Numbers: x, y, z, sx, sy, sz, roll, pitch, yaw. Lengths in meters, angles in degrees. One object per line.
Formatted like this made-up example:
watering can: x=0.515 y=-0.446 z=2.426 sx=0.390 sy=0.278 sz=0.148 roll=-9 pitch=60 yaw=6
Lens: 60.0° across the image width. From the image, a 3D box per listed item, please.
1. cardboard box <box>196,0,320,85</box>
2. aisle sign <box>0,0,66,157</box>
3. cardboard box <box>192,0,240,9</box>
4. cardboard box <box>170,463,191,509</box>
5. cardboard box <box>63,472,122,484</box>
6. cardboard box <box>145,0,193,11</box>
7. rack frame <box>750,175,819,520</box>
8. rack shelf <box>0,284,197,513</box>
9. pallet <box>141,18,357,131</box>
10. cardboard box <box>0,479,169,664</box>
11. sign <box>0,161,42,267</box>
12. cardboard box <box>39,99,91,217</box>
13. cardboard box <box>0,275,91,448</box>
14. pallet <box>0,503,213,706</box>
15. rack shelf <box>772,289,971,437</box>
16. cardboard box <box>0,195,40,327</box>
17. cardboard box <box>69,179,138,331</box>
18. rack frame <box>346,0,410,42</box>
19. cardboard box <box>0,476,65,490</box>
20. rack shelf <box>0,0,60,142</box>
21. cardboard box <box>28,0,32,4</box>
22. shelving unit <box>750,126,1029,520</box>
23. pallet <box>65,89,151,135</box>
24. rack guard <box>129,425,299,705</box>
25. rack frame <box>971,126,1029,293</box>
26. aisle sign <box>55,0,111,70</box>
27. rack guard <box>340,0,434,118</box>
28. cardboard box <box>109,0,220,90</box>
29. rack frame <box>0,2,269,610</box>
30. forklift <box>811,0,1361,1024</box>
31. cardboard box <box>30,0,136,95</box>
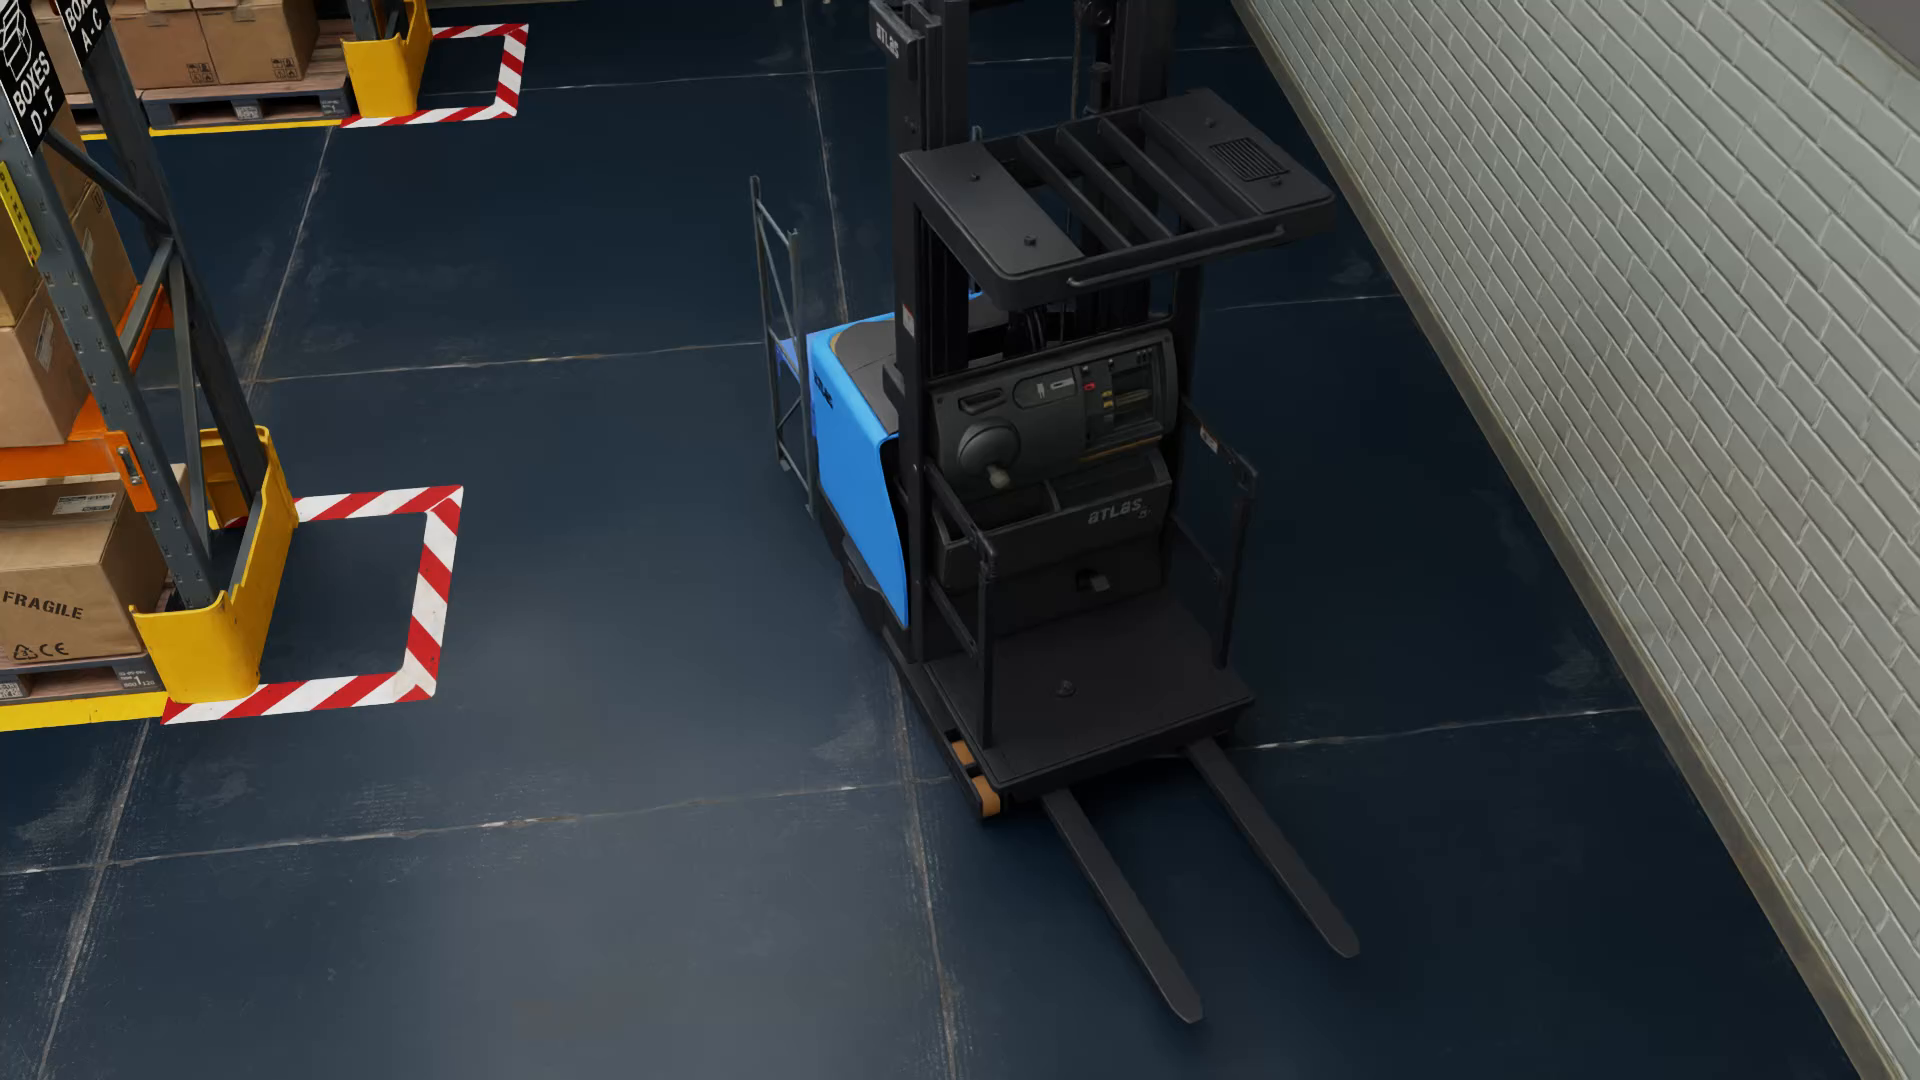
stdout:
cardboard box: x=-4.363 y=-3.243 z=10.374 sx=0.500 sy=0.500 sz=0.700 roll=-5 pitch=42 yaw=-6
aisle sign: x=-2.928 y=-1.621 z=5.082 sx=0.004 sy=0.787 sz=0.394 roll=-5 pitch=42 yaw=-6
cardboard box: x=-4.466 y=-3.352 z=10.010 sx=0.250 sy=0.149 sz=0.380 roll=-5 pitch=42 yaw=-6
cardboard box: x=-3.495 y=-0.150 z=7.192 sx=0.250 sy=0.149 sz=0.380 roll=-5 pitch=42 yaw=-6
cardboard box: x=-3.743 y=-0.135 z=7.162 sx=0.250 sy=0.166 sz=0.380 roll=-5 pitch=42 yaw=-6
cardboard box: x=-4.720 y=-3.329 z=9.985 sx=0.250 sy=0.149 sz=0.380 roll=-4 pitch=42 yaw=-4
rack frame: x=-0.756 y=-0.802 z=7.235 sx=0.032 sy=1.500 sz=0.500 roll=-17 pitch=45 yaw=-18
rack shelf: x=-5.019 y=-0.412 z=6.220 sx=4.000 sy=0.370 sz=1.077 roll=-5 pitch=42 yaw=-6
pallet: x=-4.464 y=-2.986 z=10.618 sx=1.213 sy=0.211 sz=1.003 roll=-5 pitch=42 yaw=-6
cardboard box: x=-3.543 y=0.123 z=6.628 sx=0.500 sy=0.500 sz=0.500 roll=-5 pitch=42 yaw=-6
sign: x=-2.983 y=-1.030 z=5.267 sx=0.005 sy=0.325 sz=0.100 roll=-5 pitch=42 yaw=-6
cardboard box: x=-3.510 y=-1.398 z=5.954 sx=0.500 sy=0.500 sz=0.500 roll=-4 pitch=42 yaw=-4
cardboard box: x=-3.444 y=-0.671 z=5.894 sx=0.500 sy=0.500 sz=0.500 roll=-4 pitch=42 yaw=-4
pallet: x=-3.901 y=0.259 z=7.021 sx=1.213 sy=0.211 sz=1.003 roll=-5 pitch=42 yaw=-6
rack shelf: x=-0.294 y=-0.811 z=7.513 sx=1.000 sy=0.185 sz=0.538 roll=-17 pitch=45 yaw=-18
cardboard box: x=-3.441 y=-1.040 z=5.558 sx=0.500 sy=0.500 sz=0.500 roll=-5 pitch=42 yaw=-6
cardboard box: x=-3.510 y=-1.027 z=6.289 sx=0.500 sy=0.500 sz=0.500 roll=-4 pitch=42 yaw=-5
rack frame: x=-3.681 y=-4.143 z=9.818 sx=0.127 sy=3.000 sz=1.000 roll=-5 pitch=42 yaw=-6
cardboard box: x=-4.107 y=-0.093 z=7.053 sx=0.500 sy=0.250 sz=0.500 roll=-5 pitch=42 yaw=-6
rack shelf: x=-5.019 y=-1.526 z=5.215 sx=4.000 sy=0.370 sz=1.077 roll=-5 pitch=42 yaw=-6
cardboard box: x=-5.885 y=-3.104 z=10.220 sx=0.500 sy=0.500 sz=0.700 roll=-4 pitch=42 yaw=-5
shelving unit: x=-0.294 y=-0.944 z=7.392 sx=1.048 sy=1.500 sz=0.538 roll=-17 pitch=45 yaw=-18
pallet: x=-5.671 y=-2.882 z=10.503 sx=1.213 sy=0.211 sz=1.003 roll=-5 pitch=42 yaw=-6
rack guard: x=-3.111 y=0.082 z=7.001 sx=0.348 sy=0.500 sz=1.175 roll=-5 pitch=42 yaw=-6
rack frame: x=0.169 y=-1.086 z=7.549 sx=0.032 sy=1.500 sz=0.500 roll=-17 pitch=45 yaw=-18
aisle sign: x=-3.006 y=-2.019 z=5.523 sx=0.004 sy=0.787 sz=0.394 roll=-5 pitch=42 yaw=-6
rack guard: x=-3.658 y=-3.217 z=10.658 sx=0.348 sy=0.500 sz=1.175 roll=-5 pitch=42 yaw=-6
cardboard box: x=-4.859 y=-3.200 z=10.326 sx=0.500 sy=0.500 sz=0.700 roll=-5 pitch=42 yaw=-6
rack frame: x=-3.036 y=-0.853 z=6.171 sx=0.127 sy=3.000 sz=1.000 roll=-5 pitch=42 yaw=-6
forklift: x=0.432 y=-0.370 z=5.687 sx=1.130 sy=2.935 sz=3.031 roll=-17 pitch=45 yaw=-18
cardboard box: x=-5.357 y=-3.156 z=10.277 sx=0.500 sy=0.500 sz=0.700 roll=-6 pitch=42 yaw=-7
